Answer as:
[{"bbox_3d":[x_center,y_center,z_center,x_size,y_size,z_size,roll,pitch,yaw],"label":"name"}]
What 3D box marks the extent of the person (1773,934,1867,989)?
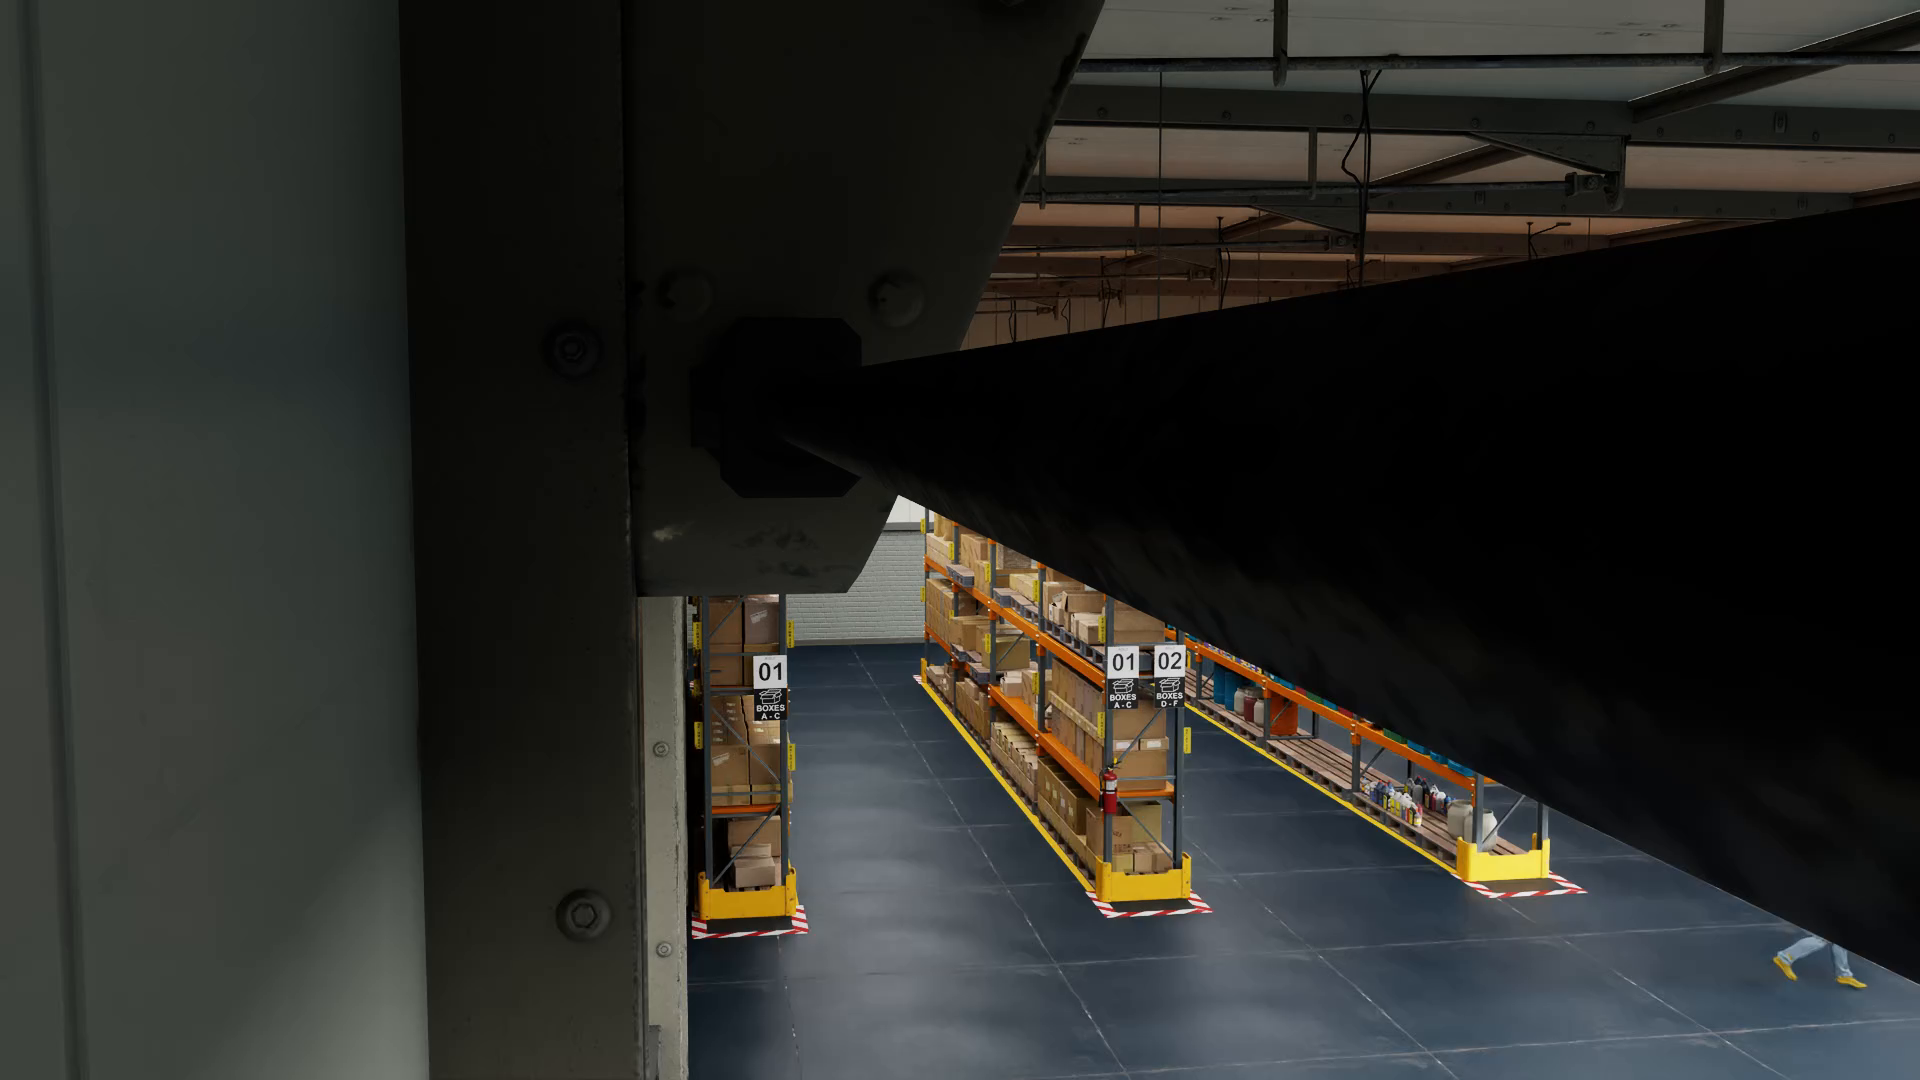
[{"bbox_3d":[9.185,3.890,17.723,0.975,1.771,0.710,1,5,14],"label":"person"}]
